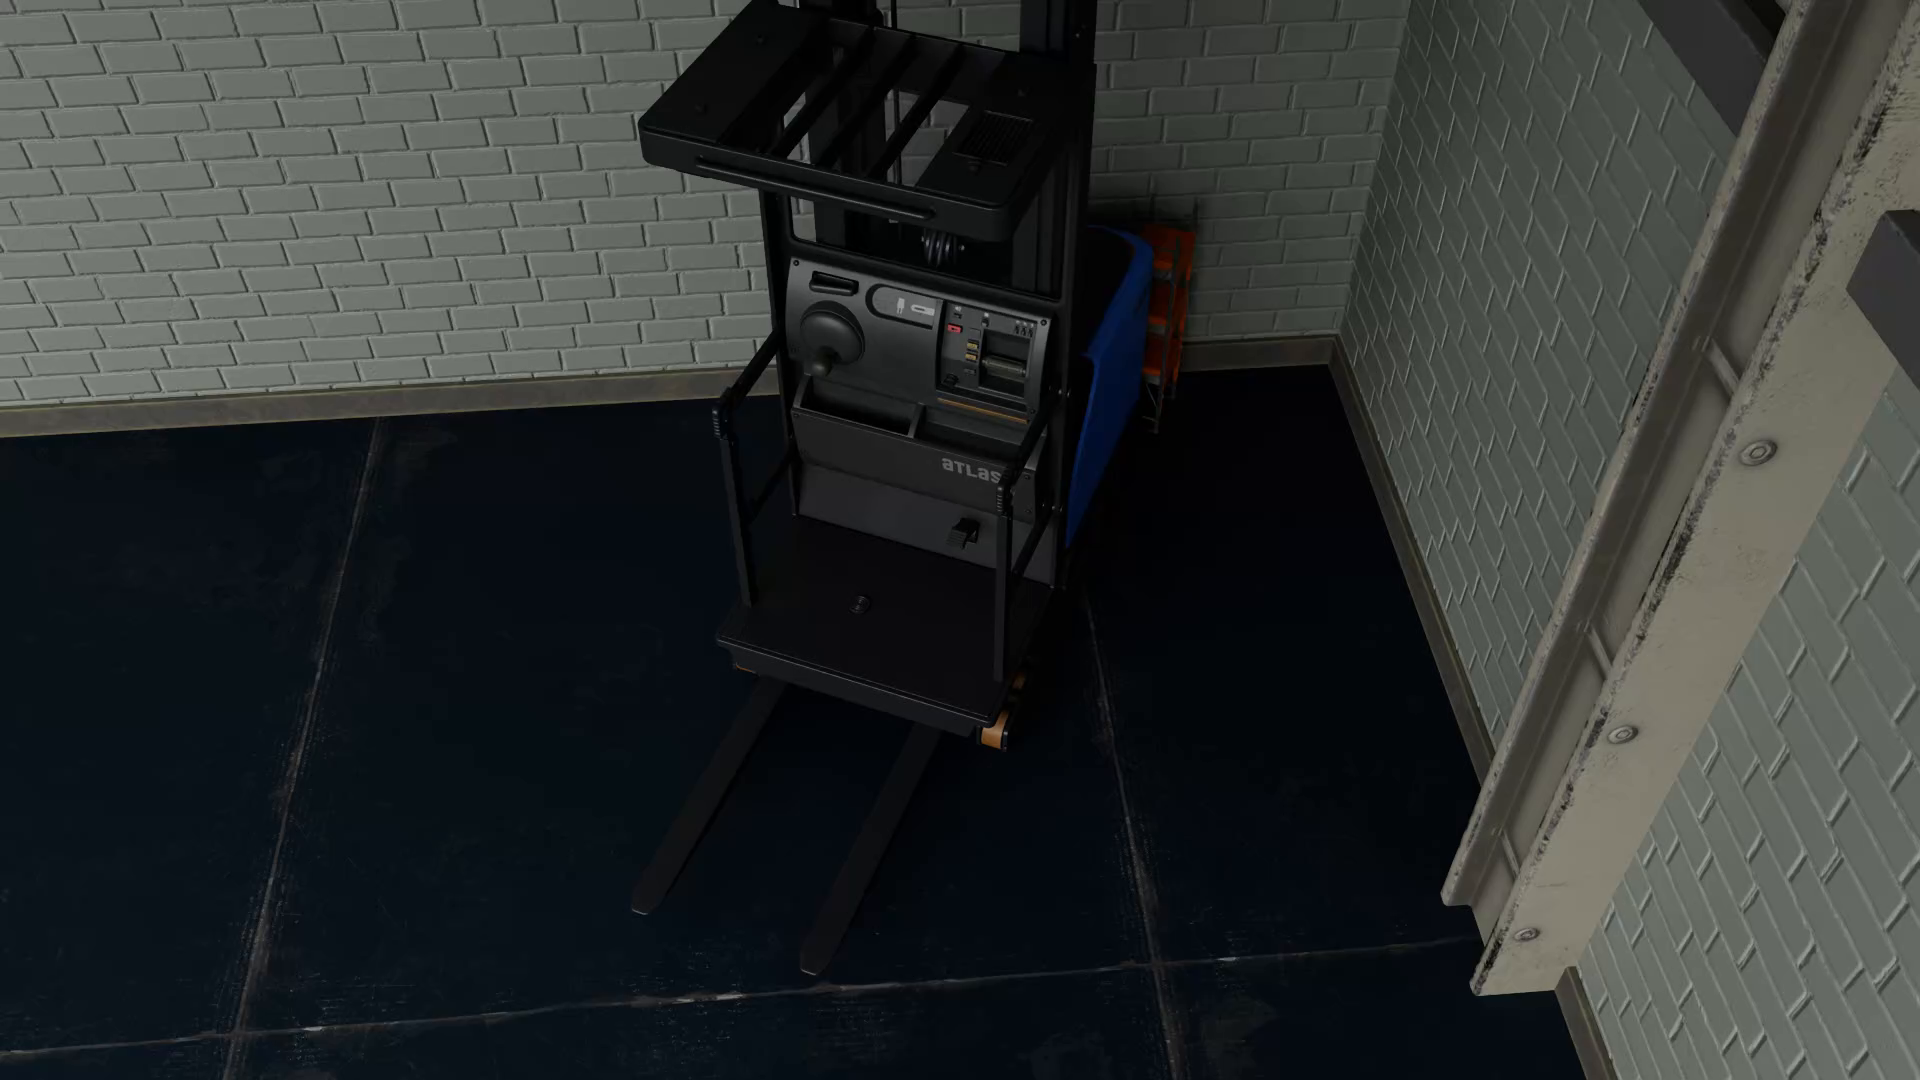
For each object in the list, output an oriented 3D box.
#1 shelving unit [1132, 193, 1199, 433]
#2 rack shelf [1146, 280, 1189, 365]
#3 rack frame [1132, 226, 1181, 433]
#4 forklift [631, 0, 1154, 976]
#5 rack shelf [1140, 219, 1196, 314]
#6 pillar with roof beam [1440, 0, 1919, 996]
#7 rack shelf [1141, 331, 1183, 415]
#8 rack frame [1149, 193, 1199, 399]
[{"bbox_3d":[0.826,-0.942,7.055,0.215,1.050,0.252,17,49,15],"label":"shelving unit"},{"bbox_3d":[0.826,-0.935,7.063,0.215,0.259,0.240,17,49,15],"label":"rack shelf"},{"bbox_3d":[0.779,-0.860,6.978,0.200,1.050,0.008,17,49,15],"label":"rack frame"},{"bbox_3d":[-0.223,-0.586,5.423,1.130,2.935,3.031,16,49,14],"label":"forklift"},{"bbox_3d":[0.826,-1.130,6.857,0.215,0.259,0.240,17,49,15],"label":"rack shelf"},{"bbox_3d":[-2.463,-1.487,2.097,9.100,9.000,0.400,-3,47,-3],"label":"pillar with roof beam"},{"bbox_3d":[0.826,-0.743,7.265,0.215,0.259,0.240,17,49,15],"label":"rack shelf"},{"bbox_3d":[0.873,-1.024,7.133,0.200,1.050,0.008,17,49,15],"label":"rack frame"}]
